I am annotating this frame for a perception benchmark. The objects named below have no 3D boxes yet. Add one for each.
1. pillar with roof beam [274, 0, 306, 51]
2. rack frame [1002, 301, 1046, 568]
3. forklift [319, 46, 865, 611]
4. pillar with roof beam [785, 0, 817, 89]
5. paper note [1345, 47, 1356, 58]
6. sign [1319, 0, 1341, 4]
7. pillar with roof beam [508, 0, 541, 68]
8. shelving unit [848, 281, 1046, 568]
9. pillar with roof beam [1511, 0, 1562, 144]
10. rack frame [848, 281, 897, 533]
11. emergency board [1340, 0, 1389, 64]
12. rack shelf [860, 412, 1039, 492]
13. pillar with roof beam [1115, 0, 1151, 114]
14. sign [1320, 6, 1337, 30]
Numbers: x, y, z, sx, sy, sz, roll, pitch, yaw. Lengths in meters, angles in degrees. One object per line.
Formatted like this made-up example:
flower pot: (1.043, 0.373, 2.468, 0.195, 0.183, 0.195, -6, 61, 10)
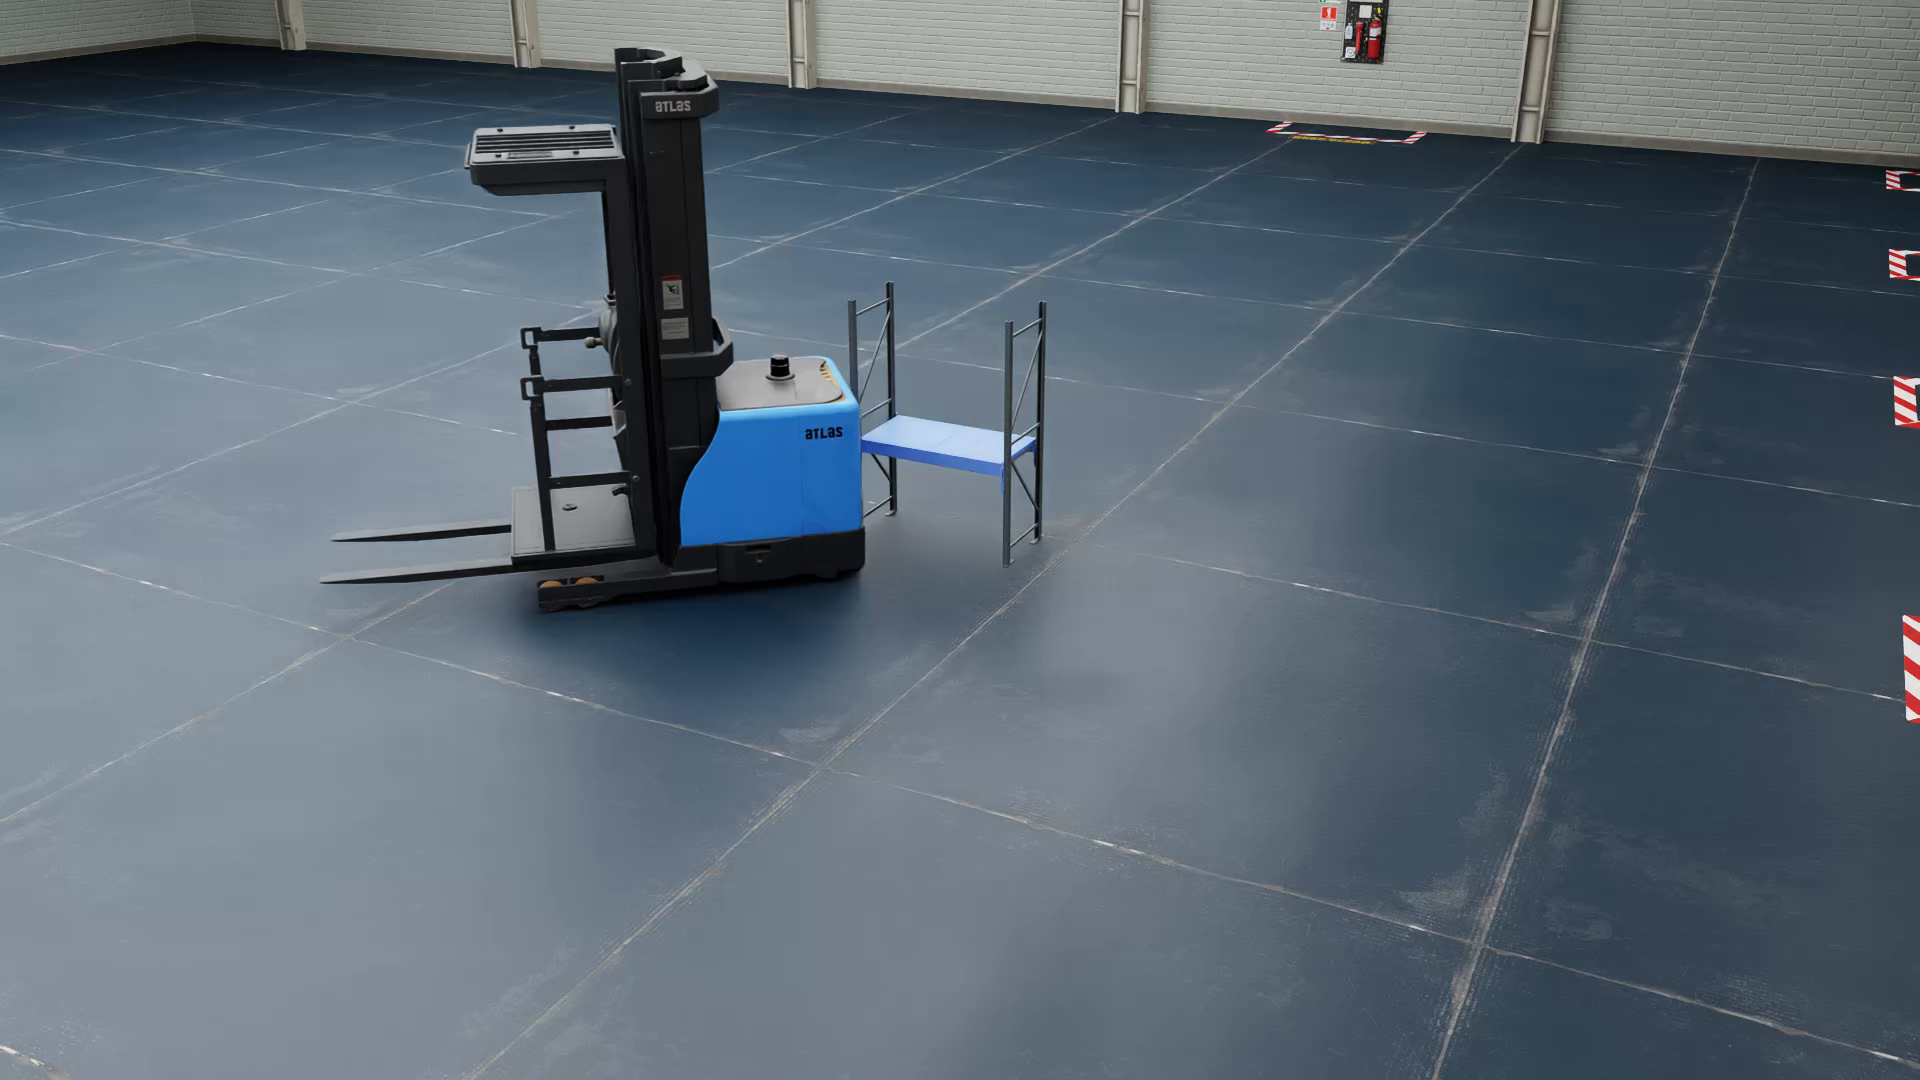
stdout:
pillar with roof beam: (-15.340, -12.518, 28.186, 0.400, 9.000, 9.100, 11, 25, 25)
rack frame: (0.378, -0.616, 9.781, 0.032, 1.500, 0.500, 11, 25, 25)
forklift: (-2.129, -1.178, 9.276, 3.031, 2.935, 1.130, -5, 24, -13)
pillar with roof beam: (-4.631, -10.399, 23.203, 0.400, 9.000, 9.100, 11, 25, 25)
paper note: (5.706, -7.122, 24.290, 0.142, 0.148, 0.016, 11, 25, 25)
sign: (5.386, -7.862, 24.182, 0.331, 0.109, 0.001, 11, 25, 25)
pillar with roof beam: (-9.985, -11.458, 25.694, 0.400, 9.000, 9.100, 11, 25, 25)
shelving unit: (-0.076, -0.705, 9.992, 1.048, 1.500, 0.538, 11, 25, 25)
pillar with roof beam: (6.078, -8.280, 18.220, 0.400, 9.000, 9.100, 11, 25, 25)
rack frame: (-0.530, -0.795, 10.203, 0.032, 1.500, 0.500, 11, 25, 25)
emergency board: (5.832, -7.472, 23.987, 0.643, 1.169, 0.194, 11, 25, 25)
rack shelf: (-0.076, -0.540, 10.062, 1.000, 0.185, 0.538, 11, 25, 25)
pillar with roof beam: (0.724, -9.339, 20.712, 0.400, 9.000, 9.100, 11, 25, 25)
sign: (5.385, -7.622, 24.295, 0.234, 0.329, 0.001, 11, 25, 25)
